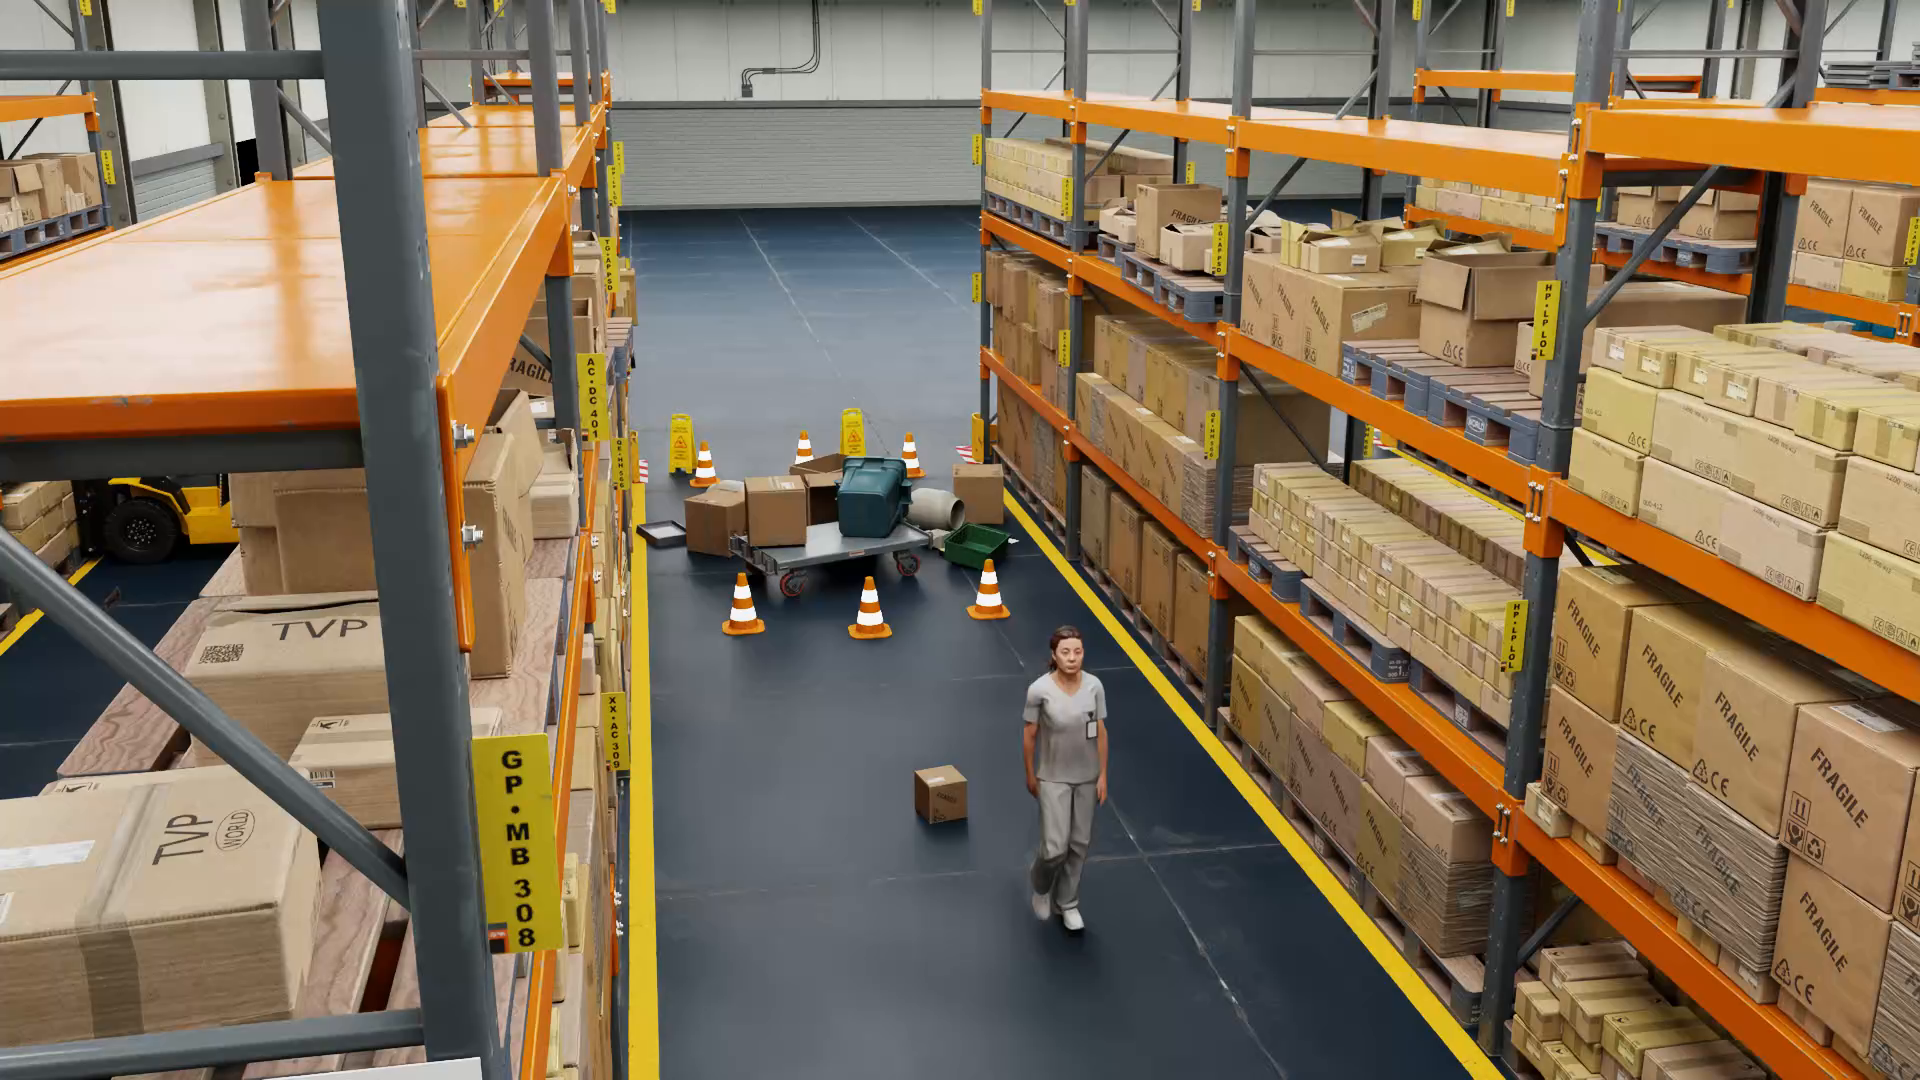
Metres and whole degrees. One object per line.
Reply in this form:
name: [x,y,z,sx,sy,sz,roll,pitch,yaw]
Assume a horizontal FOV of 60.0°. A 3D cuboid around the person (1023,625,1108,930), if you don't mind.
person: [0.569,1.256,8.705,0.441,1.659,0.456,-5,17,-16]
